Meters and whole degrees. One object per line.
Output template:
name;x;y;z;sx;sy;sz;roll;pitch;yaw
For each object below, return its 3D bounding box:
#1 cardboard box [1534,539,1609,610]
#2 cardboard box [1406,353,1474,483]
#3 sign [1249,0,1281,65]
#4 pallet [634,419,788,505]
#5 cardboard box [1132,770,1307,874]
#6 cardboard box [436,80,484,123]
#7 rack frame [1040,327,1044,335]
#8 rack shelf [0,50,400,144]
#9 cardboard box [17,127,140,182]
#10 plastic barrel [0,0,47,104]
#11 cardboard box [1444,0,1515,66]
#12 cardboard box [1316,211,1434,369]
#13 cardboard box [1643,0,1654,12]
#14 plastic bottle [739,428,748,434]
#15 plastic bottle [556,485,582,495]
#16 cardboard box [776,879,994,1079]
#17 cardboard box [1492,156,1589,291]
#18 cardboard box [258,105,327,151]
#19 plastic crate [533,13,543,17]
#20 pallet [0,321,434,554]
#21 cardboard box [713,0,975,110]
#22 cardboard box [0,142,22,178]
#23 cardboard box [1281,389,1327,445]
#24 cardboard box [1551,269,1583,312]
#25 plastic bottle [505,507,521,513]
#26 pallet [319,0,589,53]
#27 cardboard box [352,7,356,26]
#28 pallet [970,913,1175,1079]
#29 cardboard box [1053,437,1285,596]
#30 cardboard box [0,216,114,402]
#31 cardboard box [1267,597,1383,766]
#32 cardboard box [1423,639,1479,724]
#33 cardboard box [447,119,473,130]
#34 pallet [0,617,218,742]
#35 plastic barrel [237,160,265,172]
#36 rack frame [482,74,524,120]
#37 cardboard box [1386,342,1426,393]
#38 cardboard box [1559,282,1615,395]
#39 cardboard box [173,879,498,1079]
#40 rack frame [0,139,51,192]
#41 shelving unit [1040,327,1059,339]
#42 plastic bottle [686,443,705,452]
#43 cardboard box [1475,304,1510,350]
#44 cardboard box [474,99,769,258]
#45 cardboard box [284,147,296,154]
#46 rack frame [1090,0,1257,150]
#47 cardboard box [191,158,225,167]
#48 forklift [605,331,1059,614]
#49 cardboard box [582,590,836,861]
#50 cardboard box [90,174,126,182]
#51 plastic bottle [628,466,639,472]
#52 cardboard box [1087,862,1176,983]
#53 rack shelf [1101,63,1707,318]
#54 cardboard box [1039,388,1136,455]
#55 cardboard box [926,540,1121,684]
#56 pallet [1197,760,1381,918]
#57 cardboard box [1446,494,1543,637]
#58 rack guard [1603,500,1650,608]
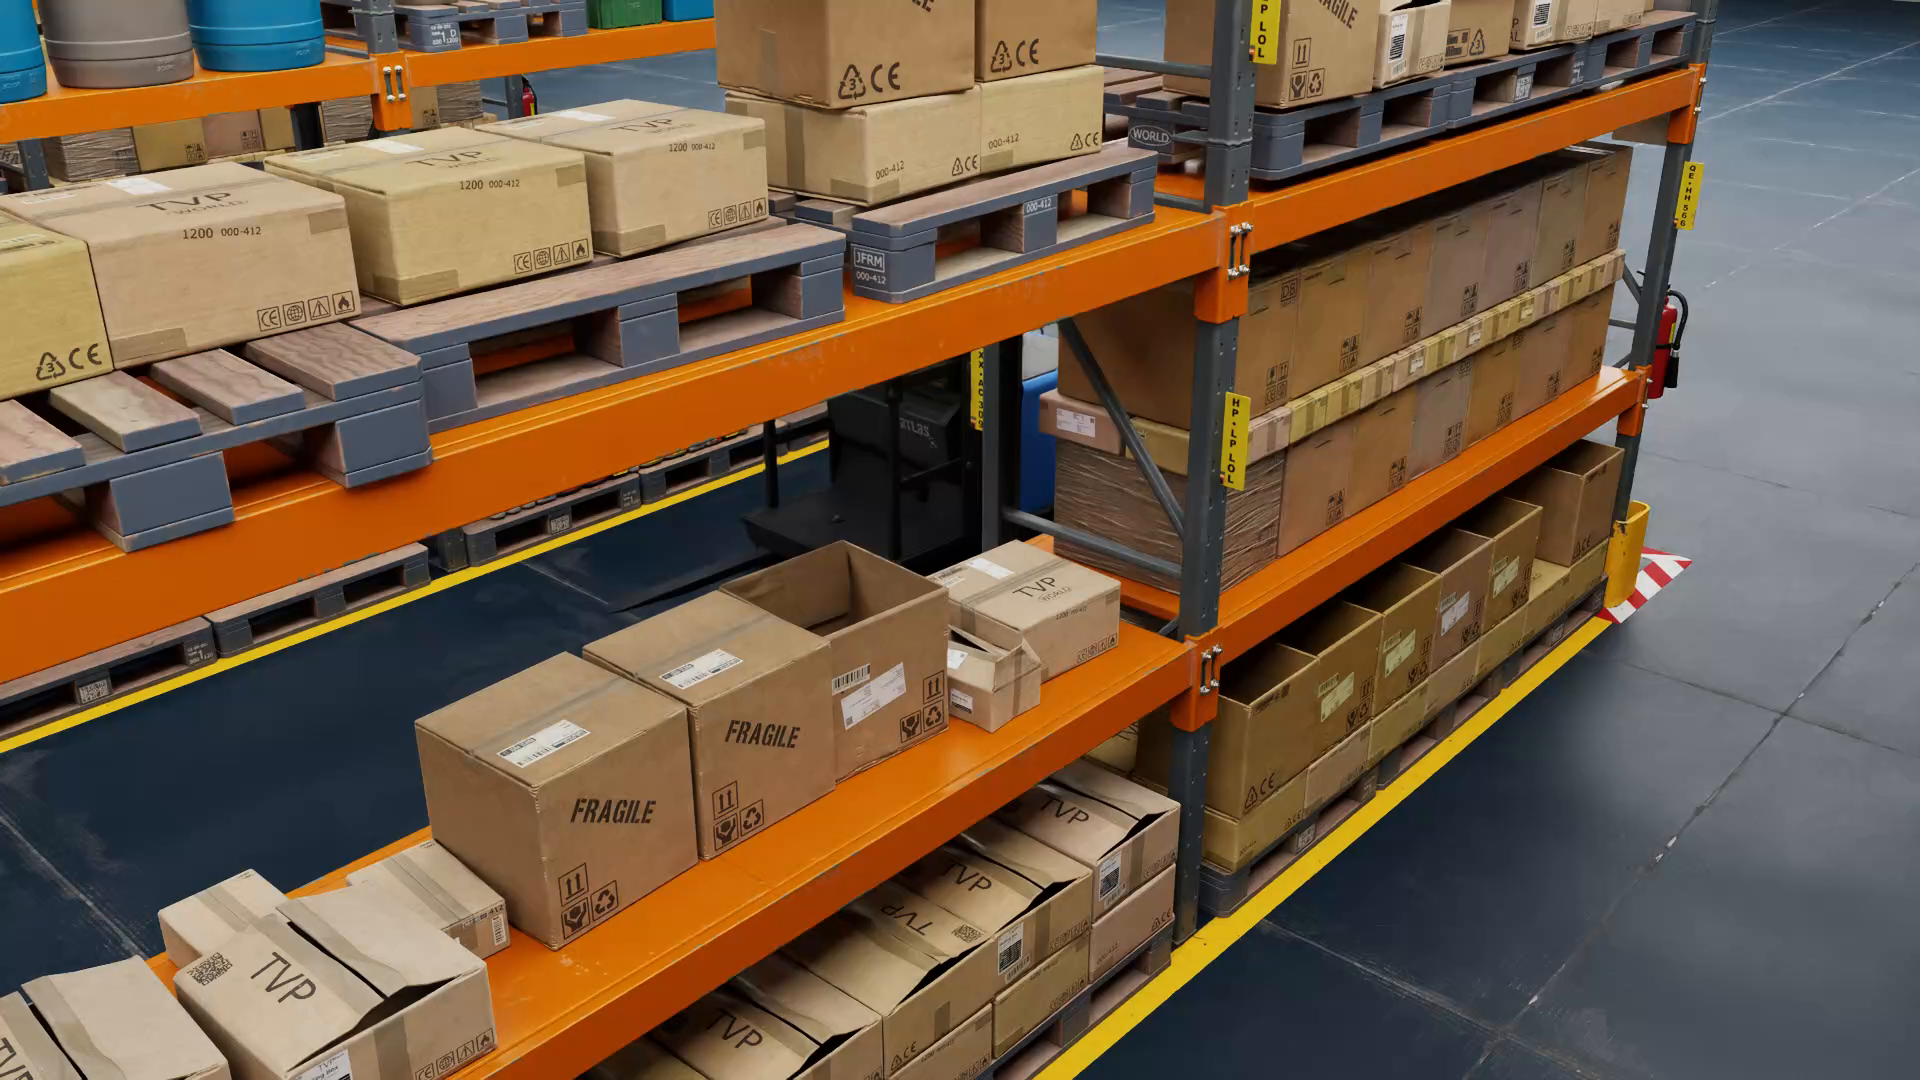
cardboard box;3.026;0.110;8.685;0.500;0.250;0.500;20;31;38
cardboard box;1.811;-0.631;7.369;0.700;0.500;0.500;21;32;39
sign;0.905;-1.581;4.927;0.100;0.325;0.005;20;31;38
pallet;-1.899;-0.626;10.888;1.003;0.211;1.213;20;31;38
cardboard box;1.029;1.027;6.642;0.500;0.250;0.500;20;31;38
cardboard box;-4.598;-3.924;14.350;0.875;0.500;0.500;20;31;38
rack frame;0.558;-0.821;10.088;0.240;1.200;0.006;20;27;37
rack shelf;-4.527;-1.763;7.228;1.077;0.370;4.000;20;31;38
cardboard box;-6.534;-2.986;12.257;0.875;0.500;0.500;20;31;38
plastic barrel;-4.243;-2.316;6.971;0.600;0.901;0.708;20;31;38
cardboard box;1.687;-2.117;6.327;0.637;0.503;0.797;-20;31;-37
cardboard box;1.457;-1.059;6.738;0.700;0.500;0.500;20;31;37
cardboard box;2.777;-2.694;7.615;0.637;0.503;0.797;-22;32;-39
plastic bottle;-1.422;-0.795;10.739;0.097;0.201;0.097;0;24;0
plastic bottle;-2.344;-0.456;9.801;0.144;0.351;0.185;21;32;39
cardboard box;-0.240;1.342;5.252;0.500;0.311;0.500;20;31;37
cardboard box;2.460;-1.518;7.761;0.700;0.500;0.500;19;30;36
cardboard box;-5.551;-3.449;13.291;0.875;0.500;0.500;20;31;38
plastic crate;-2.422;-3.179;9.831;0.243;0.136;0.396;20;31;38
pallet;-1.789;-0.273;3.257;1.213;0.211;1.003;22;32;40
cardboard box;-0.310;-1.455;4.416;0.500;0.500;0.500;-21;31;-38
cardboard box;-9.436;-3.740;16.508;0.875;0.875;0.875;20;31;38
cardboard box;1.156;-0.504;6.293;0.380;0.149;0.250;19;30;36
cardboard box;2.706;-1.212;7.871;0.380;0.149;0.250;20;31;37
plastic bottle;-2.585;-0.264;9.555;0.097;0.201;0.097;0;24;0
pallet;-2.783;-2.861;9.028;1.213;0.211;1.003;20;31;38
cardboard box;-5.059;-4.000;13.297;0.500;0.500;0.500;20;31;38
pallet;0.031;1.529;6.081;1.003;0.211;1.213;20;31;38
cardboard box;0.786;-0.161;6.320;0.700;0.500;0.500;19;30;36
cardboard box;-1.915;-0.405;2.990;0.500;0.250;0.500;17;29;34
cardboard box;1.365;0.533;6.827;0.500;0.500;0.500;20;31;38
cardboard box;2.034;0.571;7.658;0.500;0.250;0.500;20;31;38
cardboard box;-4.415;-3.569;14.351;0.380;0.149;0.250;20;31;38
pallet;-4.502;0.564;8.234;1.003;0.211;1.213;20;31;38
plastic barrel;-3.676;-1.525;8.873;0.600;0.901;0.708;20;31;38
rack frame;-4.211;-3.903;14.788;1.000;3.000;0.127;20;31;38
cardboard box;1.675;-0.742;6.824;0.380;0.149;0.250;19;30;36
cardboard box;2.843;-1.104;8.423;0.700;0.500;0.500;20;31;38
cardboard box;-1.434;1.062;3.825;0.500;0.311;0.500;20;31;37
rack frame;-6.881;-2.684;12.070;1.000;3.000;0.127;20;31;38
shelving unit;0.618;-0.844;10.153;0.258;1.200;0.189;20;27;37
plastic bottle;-1.703;-0.717;10.475;0.152;0.276;0.135;19;30;36
cardboard box;2.187;-0.975;7.343;0.380;0.149;0.250;21;32;39
cardboard box;-0.828;-0.904;4.104;0.500;0.250;0.500;17;29;33
cardboard box;-5.389;-3.102;13.309;0.380;0.149;0.250;20;31;38
rack frame;0.494;-2.715;4.807;1.000;3.000;0.127;20;31;38
cardboard box;-5.833;-2.853;12.754;0.380;0.149;0.250;20;31;38
forklift;-0.506;-1.130;8.689;1.130;2.935;3.031;22;32;40
cardboard box;-0.717;0.519;4.804;0.500;0.500;0.500;20;31;38
cardboard box;-6.337;-2.625;12.246;0.380;0.149;0.250;20;31;38
plastic bottle;-2.012;-0.526;10.138;0.097;0.201;0.097;0;24;0
cardboard box;0.433;1.291;6.053;0.500;0.250;0.500;20;31;37
rack shelf;1.829;-1.628;6.927;1.077;0.370;4.000;20;31;38
cardboard box;0.516;-0.461;6.197;0.380;0.149;0.250;20;31;37
cardboard box;0.198;0.252;5.704;0.500;0.250;0.500;-22;32;-40
pallet;1.056;1.063;7.120;1.003;0.211;1.213;20;31;38
cardboard box;2.371;0.077;7.842;0.500;0.500;0.500;20;31;38
rack guard;3.180;-0.063;9.280;1.175;0.500;0.348;20;31;38
